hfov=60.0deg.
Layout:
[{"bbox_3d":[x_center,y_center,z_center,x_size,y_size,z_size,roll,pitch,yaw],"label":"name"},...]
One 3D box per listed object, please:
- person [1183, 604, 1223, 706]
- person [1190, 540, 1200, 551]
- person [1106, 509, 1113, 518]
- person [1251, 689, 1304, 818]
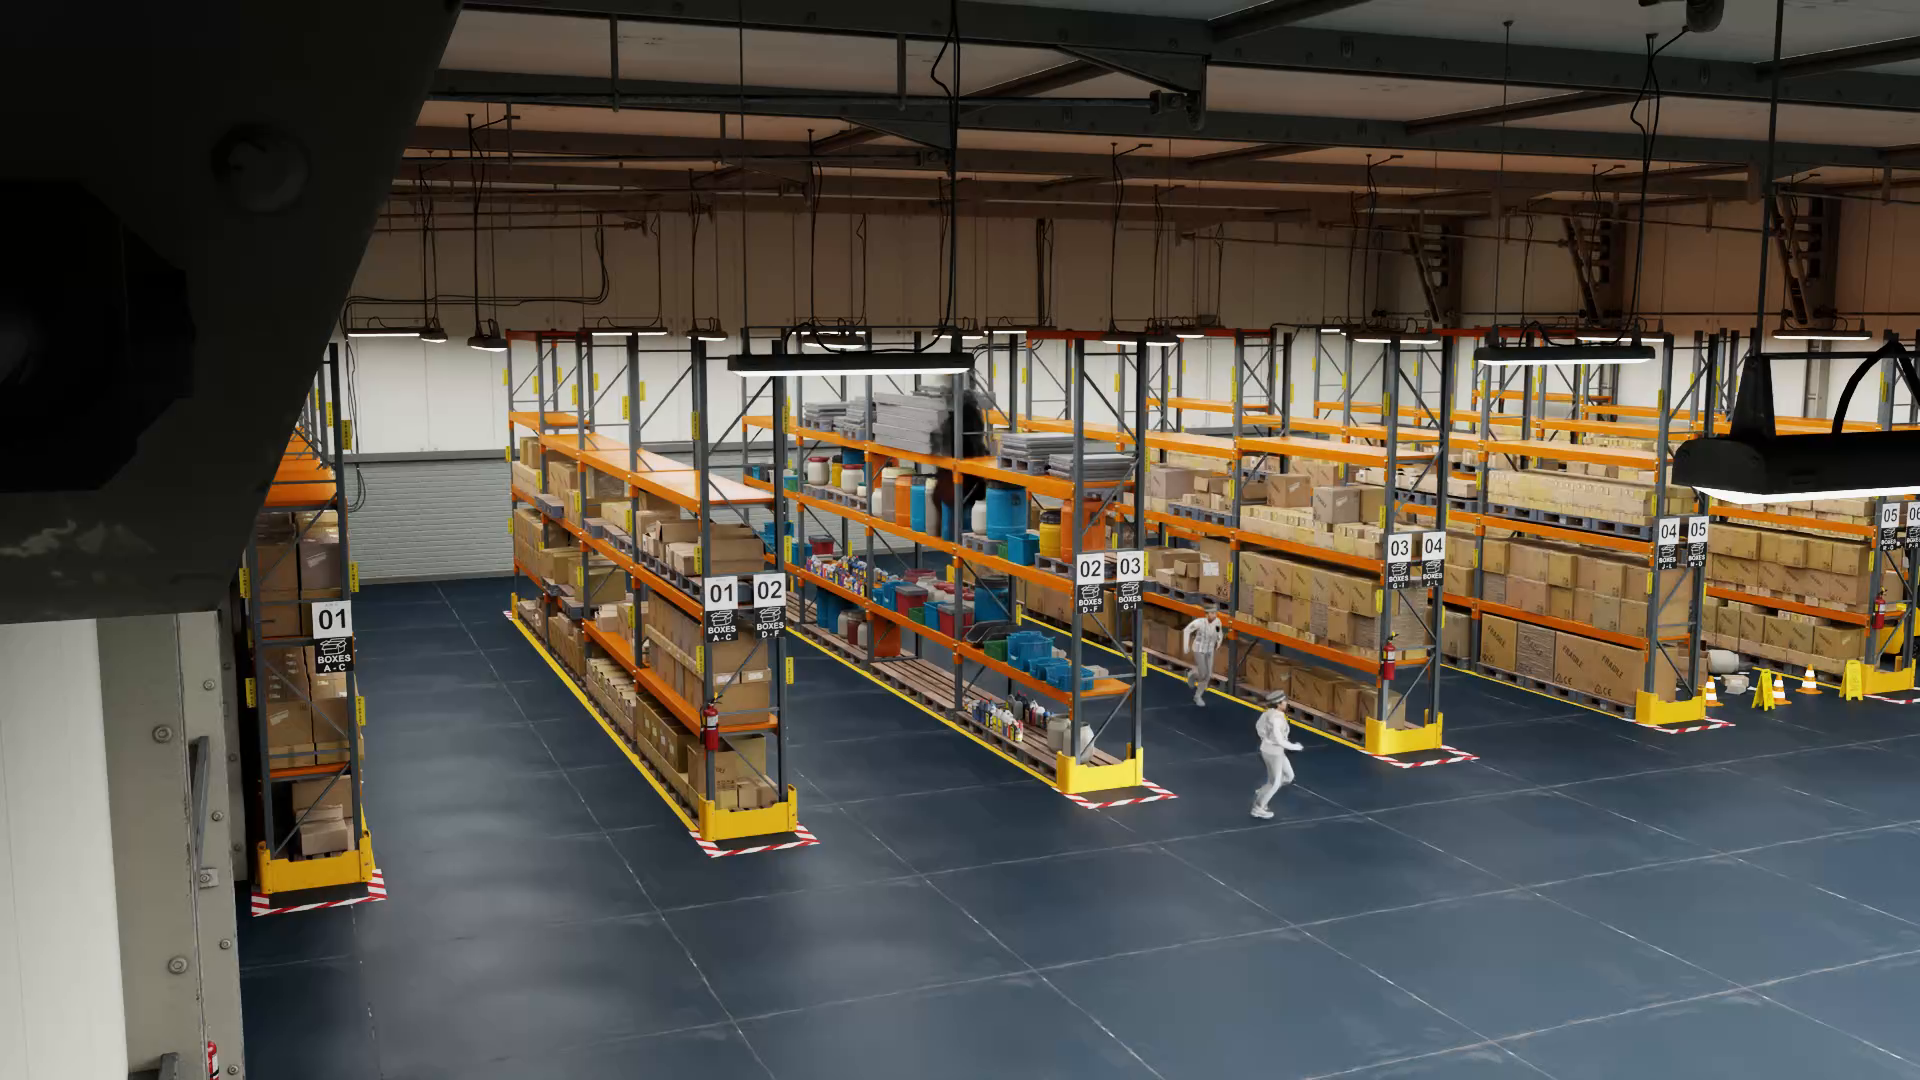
[{"bbox_3d":[3.776,1.755,25.805,0.608,1.629,0.688,-4,9,-24],"label":"person"},{"bbox_3d":[6.083,-0.275,42.199,0.751,1.749,0.684,-4,9,-28],"label":"person"},{"bbox_3d":[3.522,0.062,39.902,0.747,1.735,0.662,-1,8,-6],"label":"person"},{"bbox_3d":[3.992,2.679,20.915,0.633,1.646,0.590,0,8,2],"label":"person"}]
